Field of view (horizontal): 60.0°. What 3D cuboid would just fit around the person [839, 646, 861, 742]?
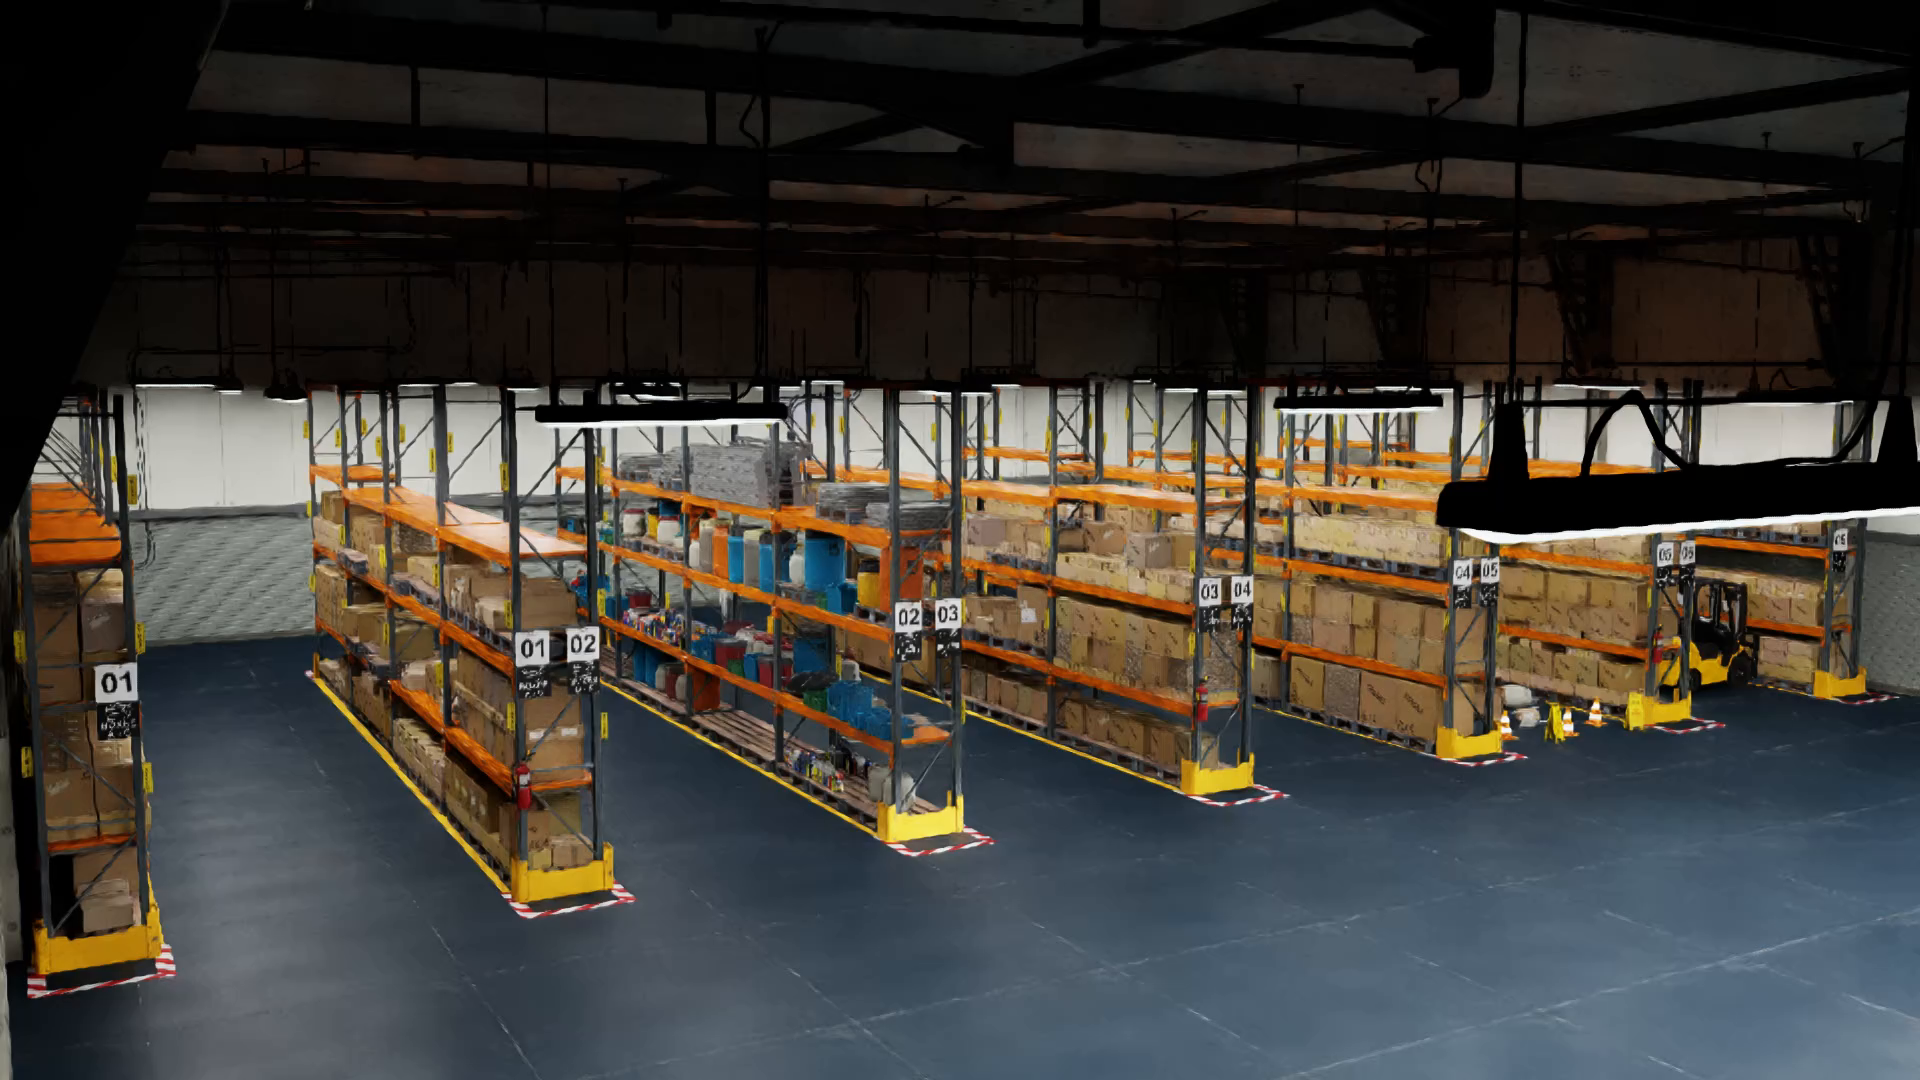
[{"bbox_3d":[-1.824,2.563,27.834,0.499,1.599,0.423,4,7,36],"label":"person"}]

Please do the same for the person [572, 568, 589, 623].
[{"bbox_3d":[-8.628,1.469,37.793,0.952,1.691,0.617,4,7,34],"label":"person"}]

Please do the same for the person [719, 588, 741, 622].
[{"bbox_3d":[-5.427,1.345,39.190,0.507,1.636,0.901,-1,6,-12],"label":"person"}]
